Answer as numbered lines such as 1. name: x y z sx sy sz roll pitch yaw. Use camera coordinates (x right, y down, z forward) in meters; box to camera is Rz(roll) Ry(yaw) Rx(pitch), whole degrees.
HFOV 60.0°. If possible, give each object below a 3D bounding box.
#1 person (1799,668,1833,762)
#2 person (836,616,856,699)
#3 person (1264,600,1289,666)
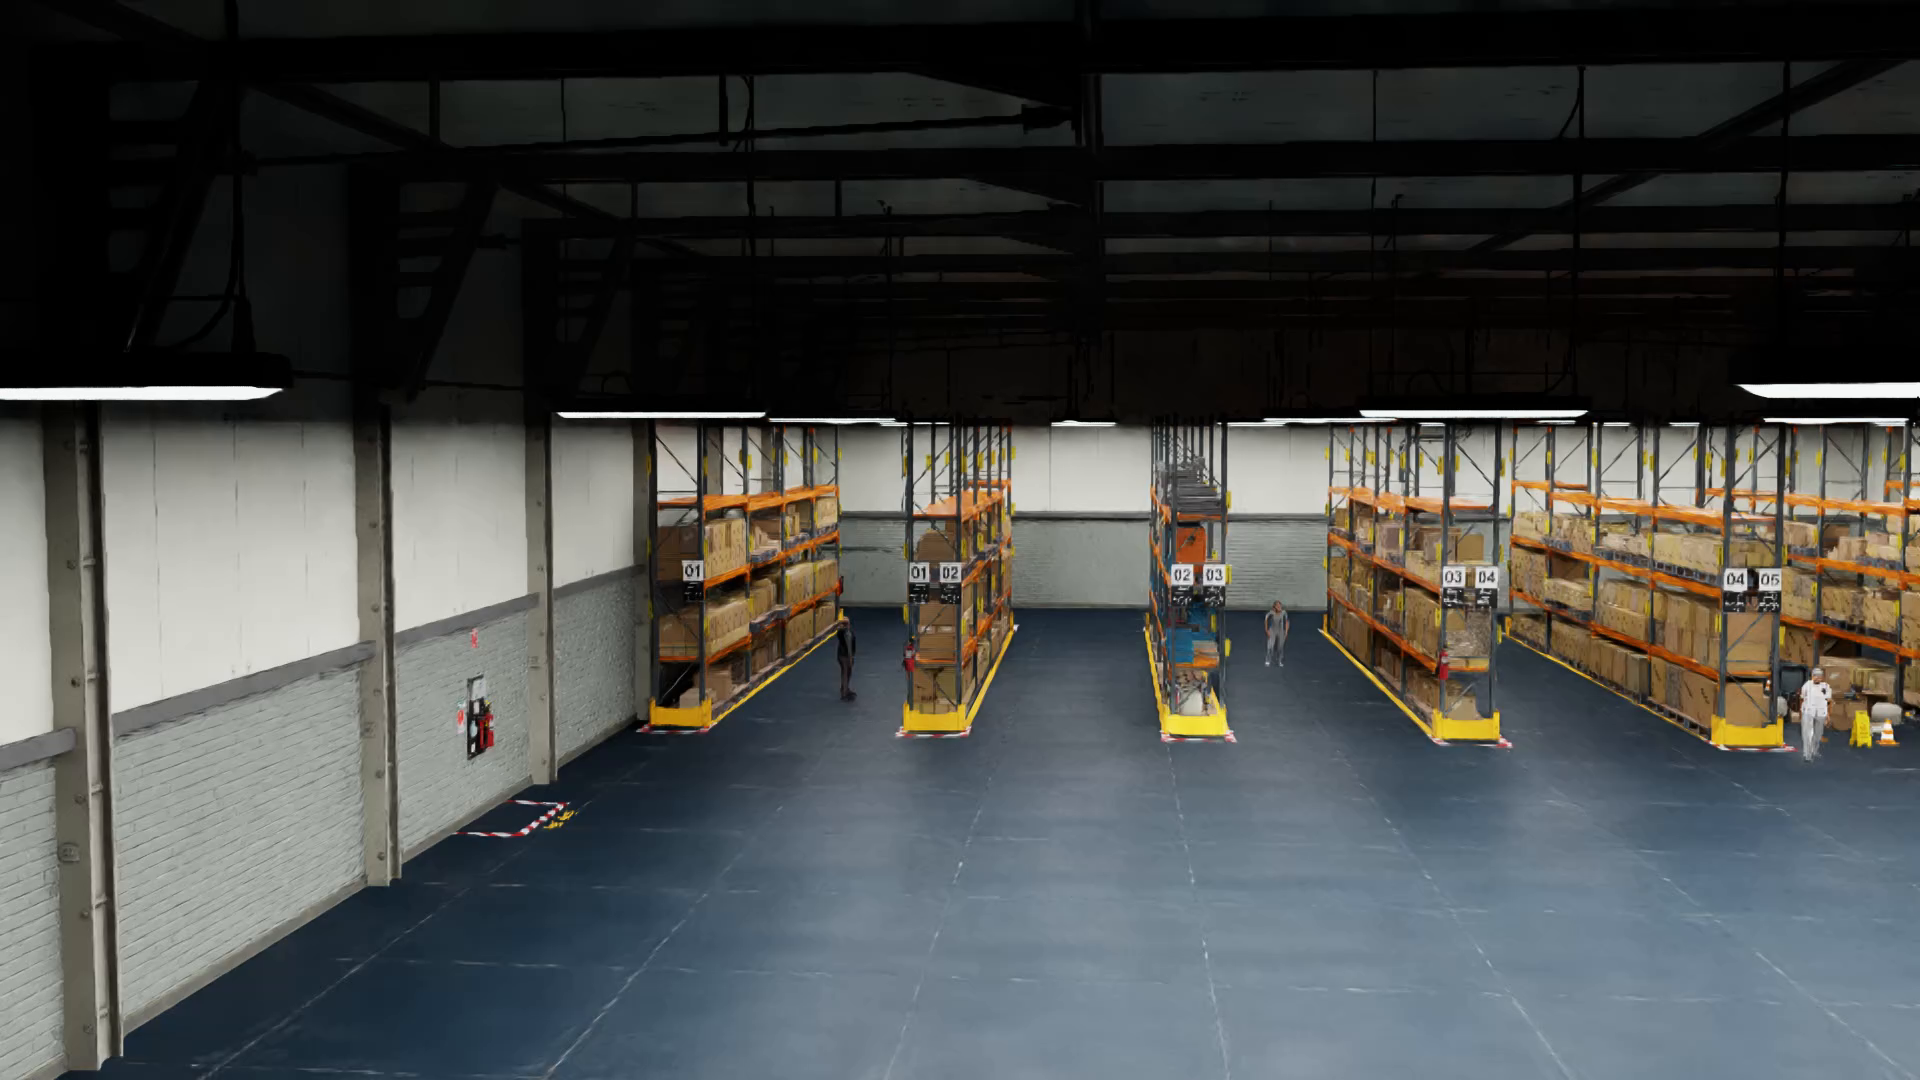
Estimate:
1. person: 14.702 2.985 28.562 0.479 1.594 0.994 1 4 15
2. person: -2.377 2.475 35.257 0.450 1.727 0.584 -2 4 -24
3. person: 7.602 2.286 39.961 0.580 1.512 0.507 0 4 3
